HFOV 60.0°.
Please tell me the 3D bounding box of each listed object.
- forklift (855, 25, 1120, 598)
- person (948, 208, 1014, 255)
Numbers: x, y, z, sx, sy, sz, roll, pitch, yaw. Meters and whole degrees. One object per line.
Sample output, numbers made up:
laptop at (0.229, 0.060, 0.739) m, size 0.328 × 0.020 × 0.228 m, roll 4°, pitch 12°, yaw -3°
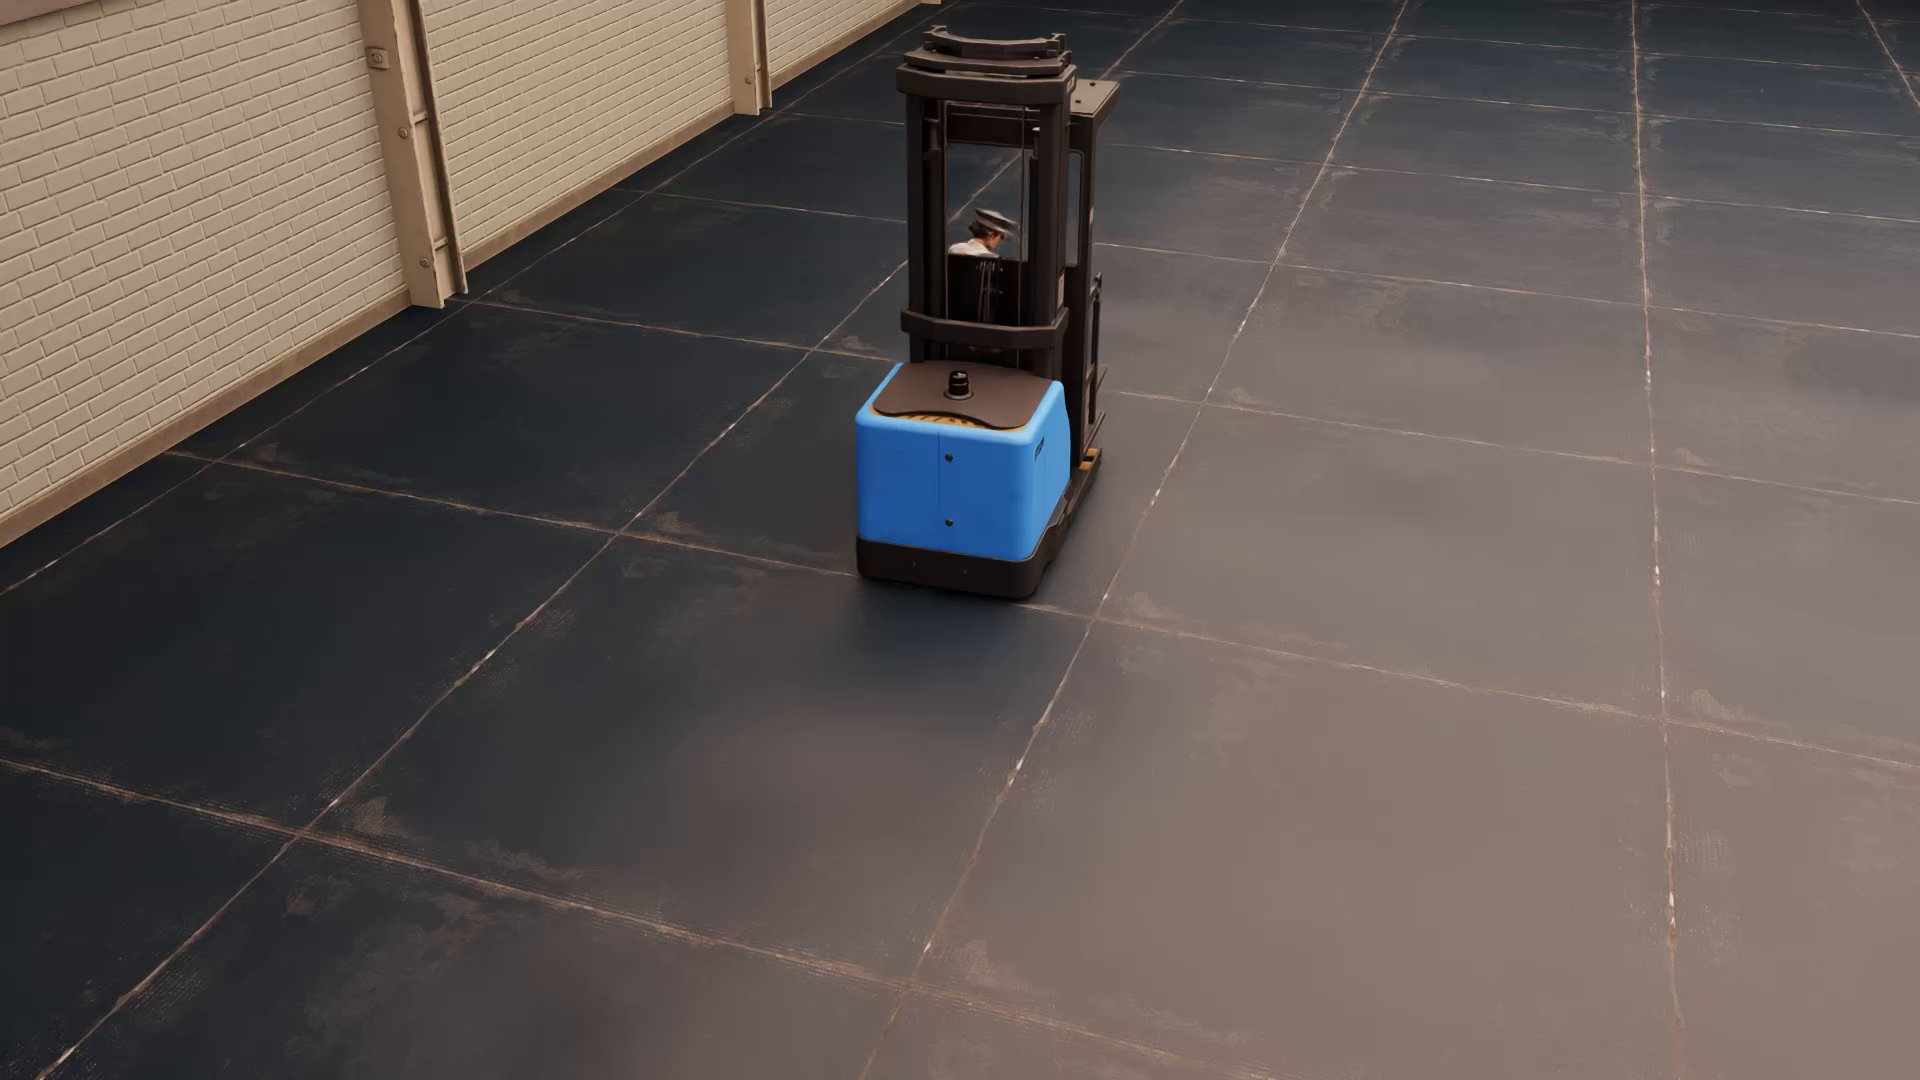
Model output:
forklift at (0.301, -1.661, 10.050) m, size 1.130 × 2.935 × 3.031 m, roll 8°, pitch 31°, yaw 14°
person at (0.195, -1.509, 11.098) m, size 0.811 × 1.485 × 1.211 m, roll -17°, pitch 34°, yaw -27°
